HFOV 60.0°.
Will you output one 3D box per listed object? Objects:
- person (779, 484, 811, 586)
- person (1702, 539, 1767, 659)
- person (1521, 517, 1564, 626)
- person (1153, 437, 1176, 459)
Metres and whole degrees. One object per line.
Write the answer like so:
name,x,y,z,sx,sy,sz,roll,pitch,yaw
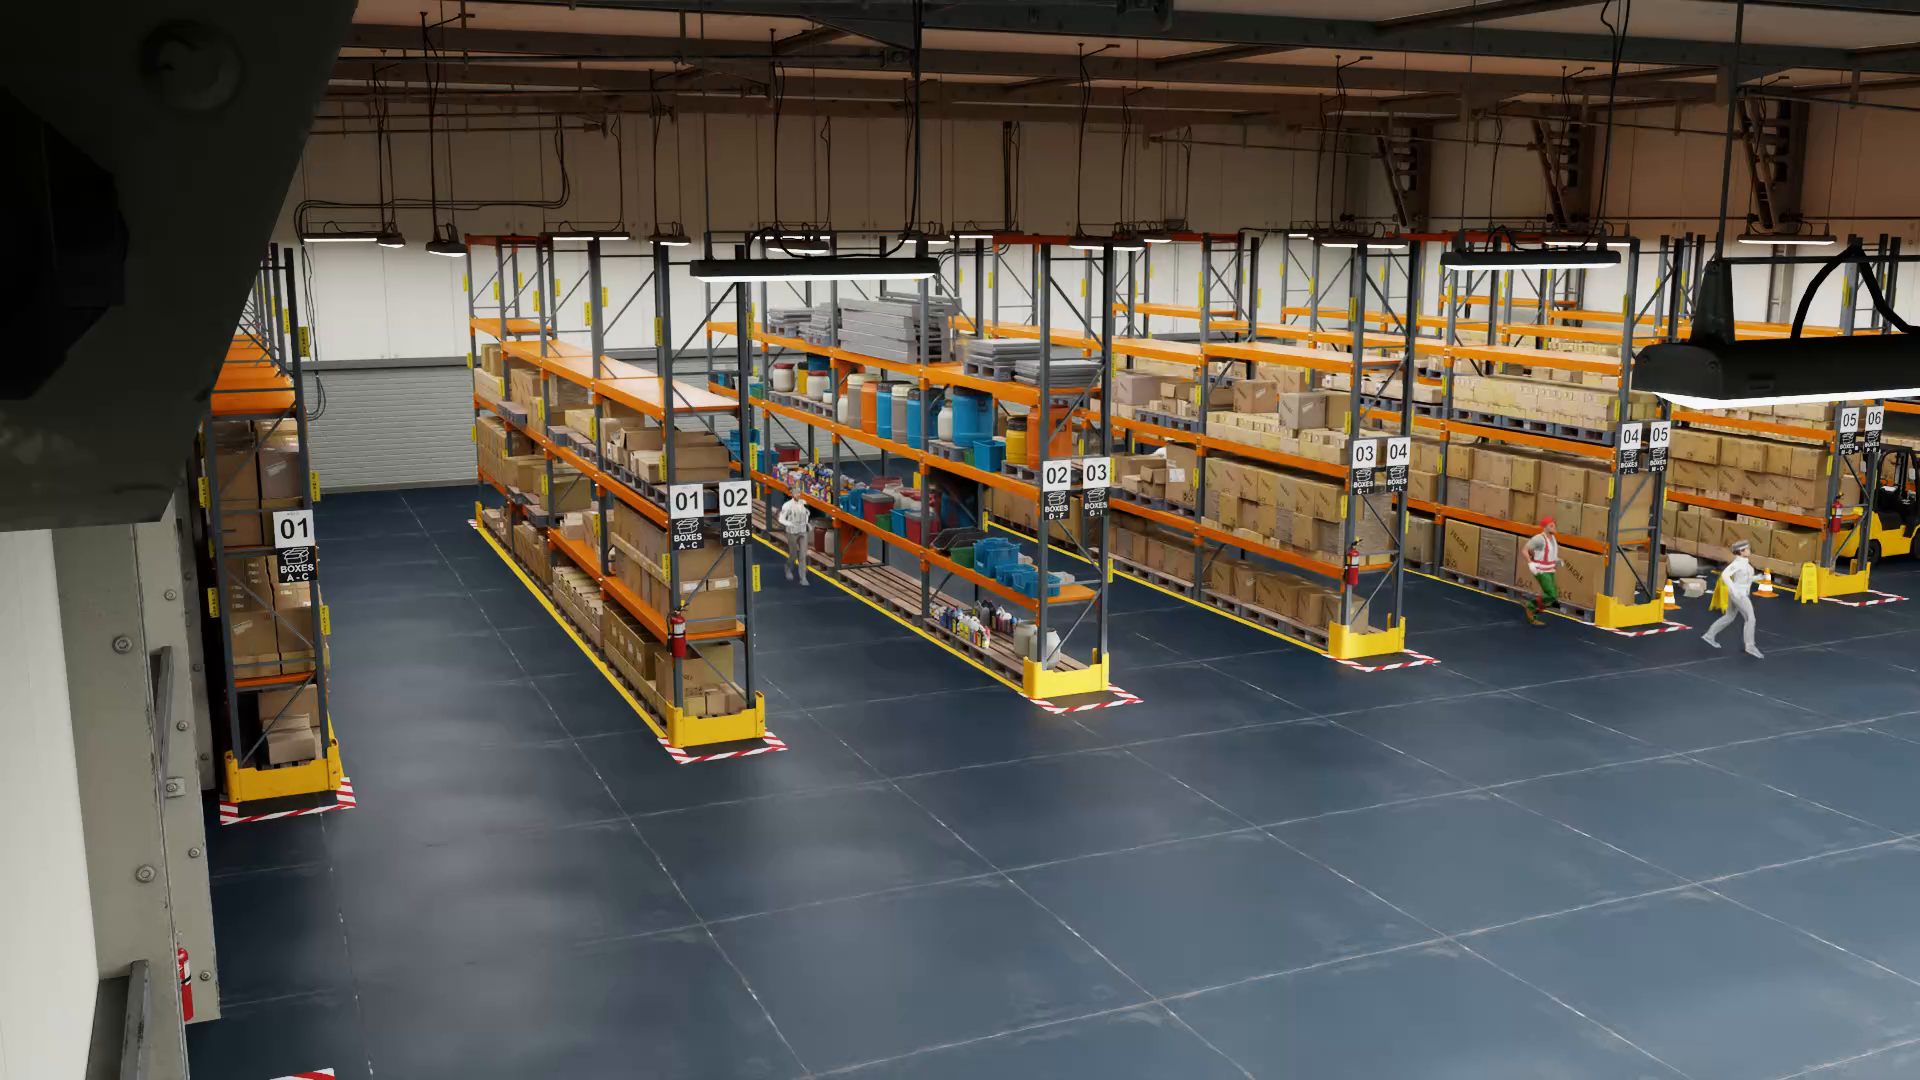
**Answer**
person,-2.697,-0.110,27.693,0.618,1.674,0.806,-6,13,-29
person,11.370,0.835,24.315,0.854,1.729,0.593,5,12,22
person,9.155,0.494,25.996,0.670,1.719,0.550,-11,15,-43
person,4.477,-1.346,35.360,0.685,1.809,0.868,-4,12,-21
